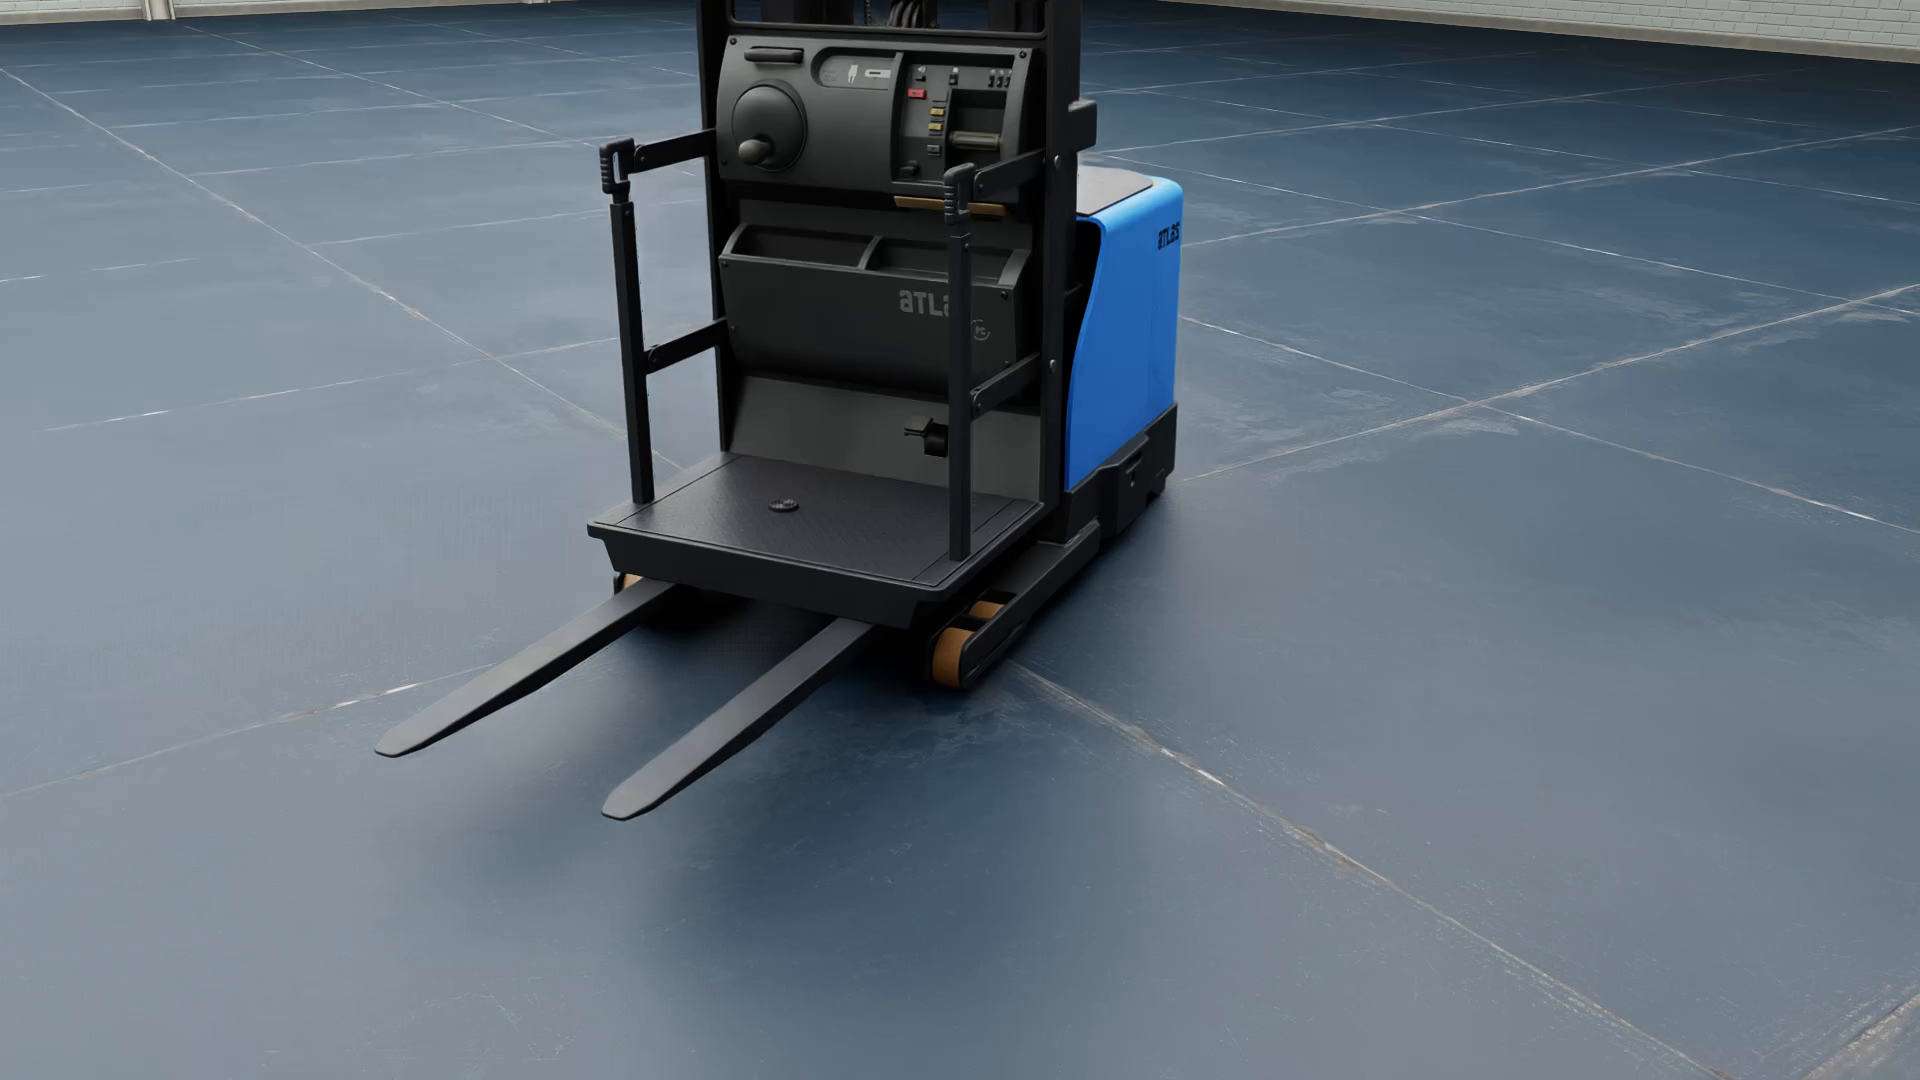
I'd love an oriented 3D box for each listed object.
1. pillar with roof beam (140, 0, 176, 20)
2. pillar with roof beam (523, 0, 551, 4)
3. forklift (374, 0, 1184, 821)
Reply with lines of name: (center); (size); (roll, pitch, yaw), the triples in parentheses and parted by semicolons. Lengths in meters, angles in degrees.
pillar with roof beam: (-9.585, -10.760, 20.219); (0.400, 9.000, 9.100); (-15, 26, -33)
pillar with roof beam: (-4.715, -12.059, 23.474); (0.400, 9.000, 9.100); (-15, 26, -33)
forklift: (-0.335, -1.147, 4.317); (1.130, 2.935, 3.031); (10, 24, 23)
